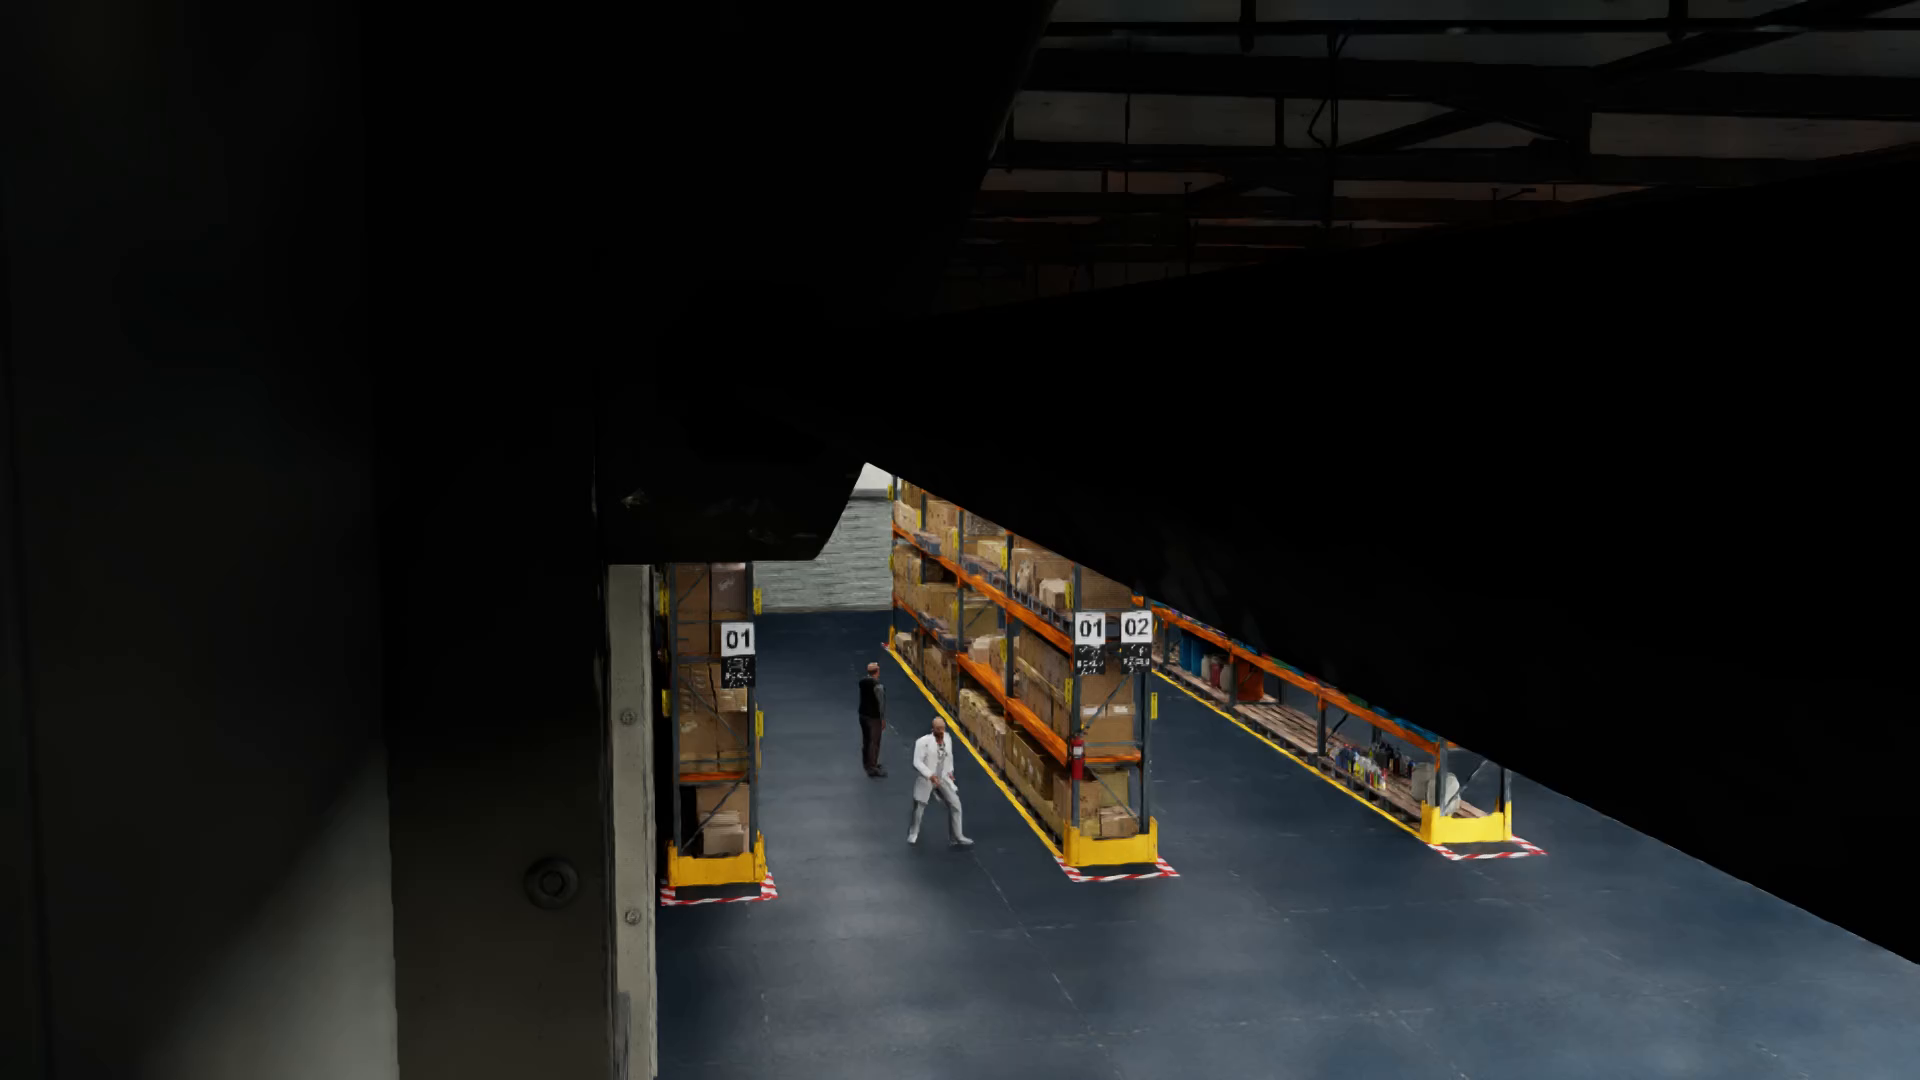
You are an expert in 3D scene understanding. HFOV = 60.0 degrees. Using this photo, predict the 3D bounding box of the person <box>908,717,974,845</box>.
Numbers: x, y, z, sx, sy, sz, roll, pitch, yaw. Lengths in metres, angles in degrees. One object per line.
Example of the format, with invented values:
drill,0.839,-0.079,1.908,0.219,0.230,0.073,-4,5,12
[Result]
person,-0.335,3.125,21.702,0.737,1.714,0.889,-3,7,-28

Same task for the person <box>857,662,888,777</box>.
person,-1.300,2.714,25.394,0.463,1.732,0.601,-5,8,-39
